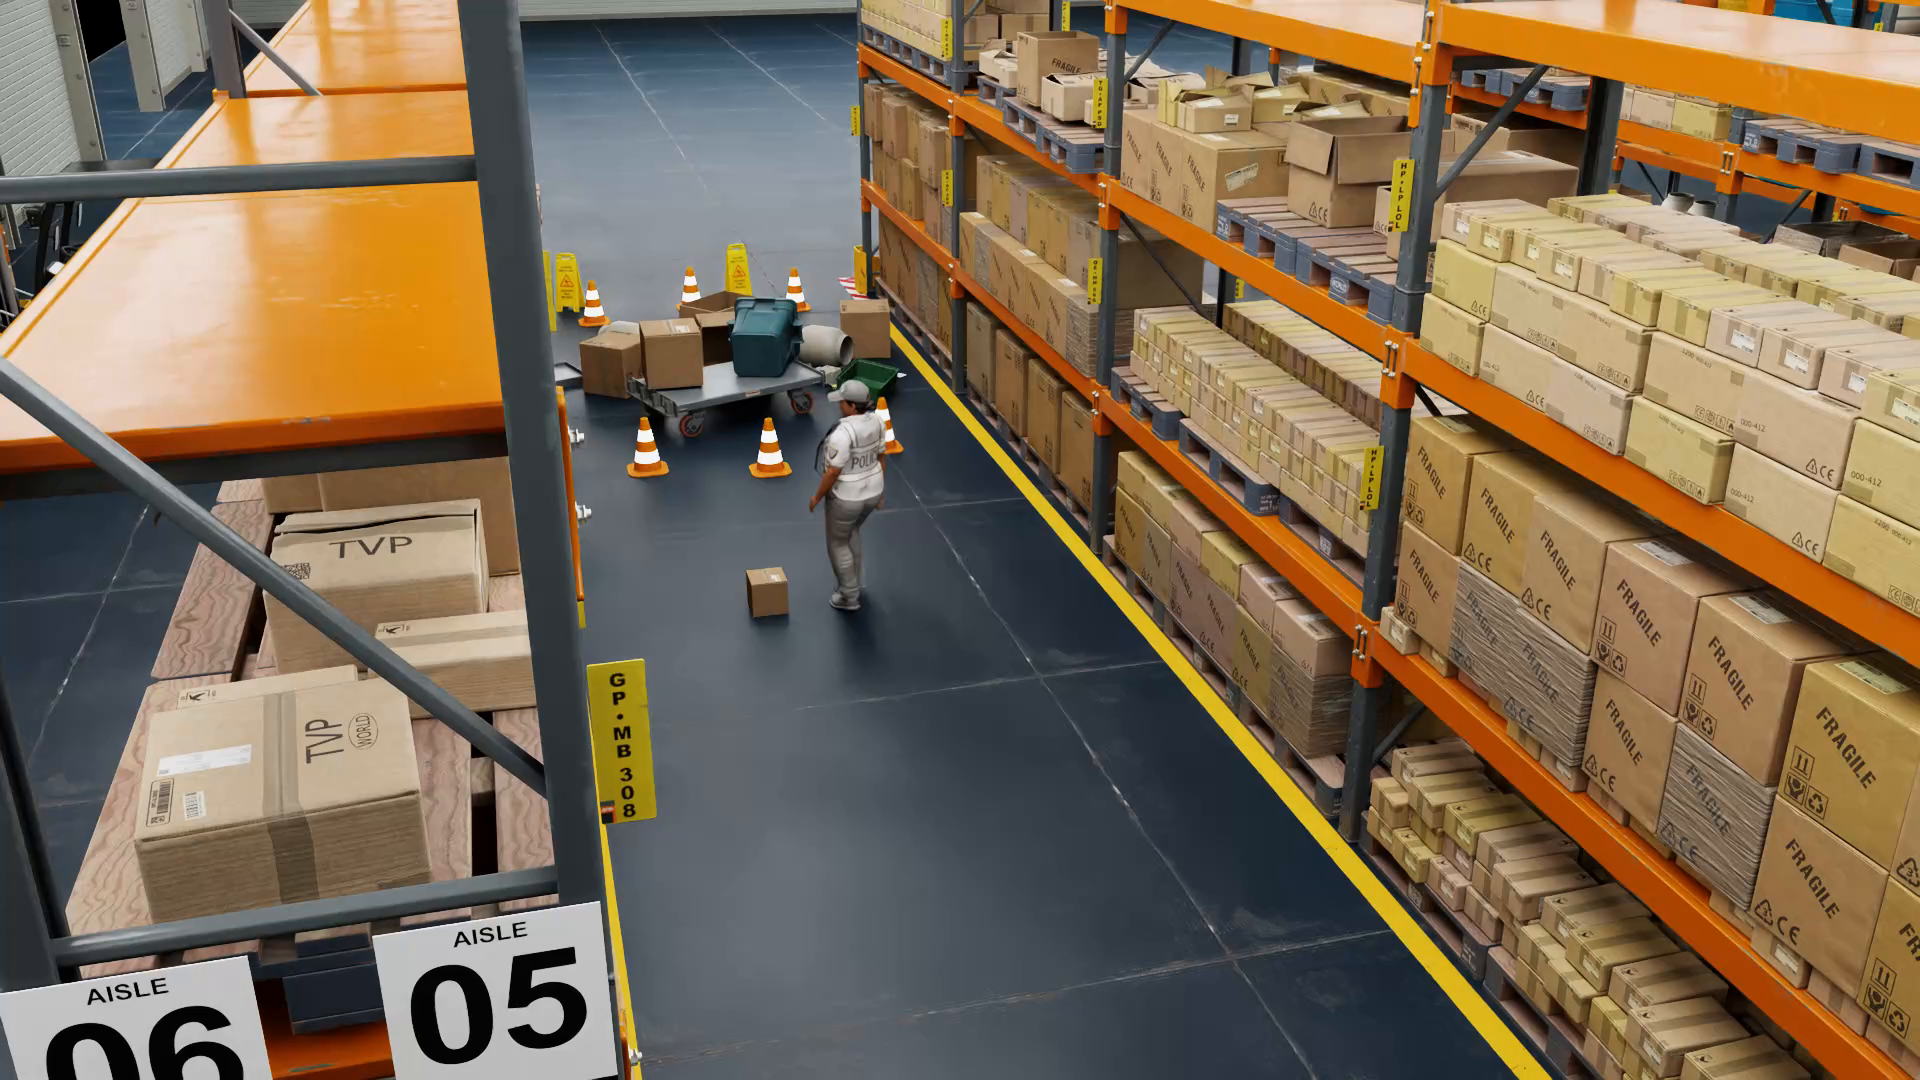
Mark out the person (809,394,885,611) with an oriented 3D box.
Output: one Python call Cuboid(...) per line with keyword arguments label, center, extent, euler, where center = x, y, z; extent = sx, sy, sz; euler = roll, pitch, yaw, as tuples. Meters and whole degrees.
Cuboid(label="person", center=(0.116, -11.147, 31.274), extent=(26.789, 6.047, 37.408), euler=(17, 28, 34))
